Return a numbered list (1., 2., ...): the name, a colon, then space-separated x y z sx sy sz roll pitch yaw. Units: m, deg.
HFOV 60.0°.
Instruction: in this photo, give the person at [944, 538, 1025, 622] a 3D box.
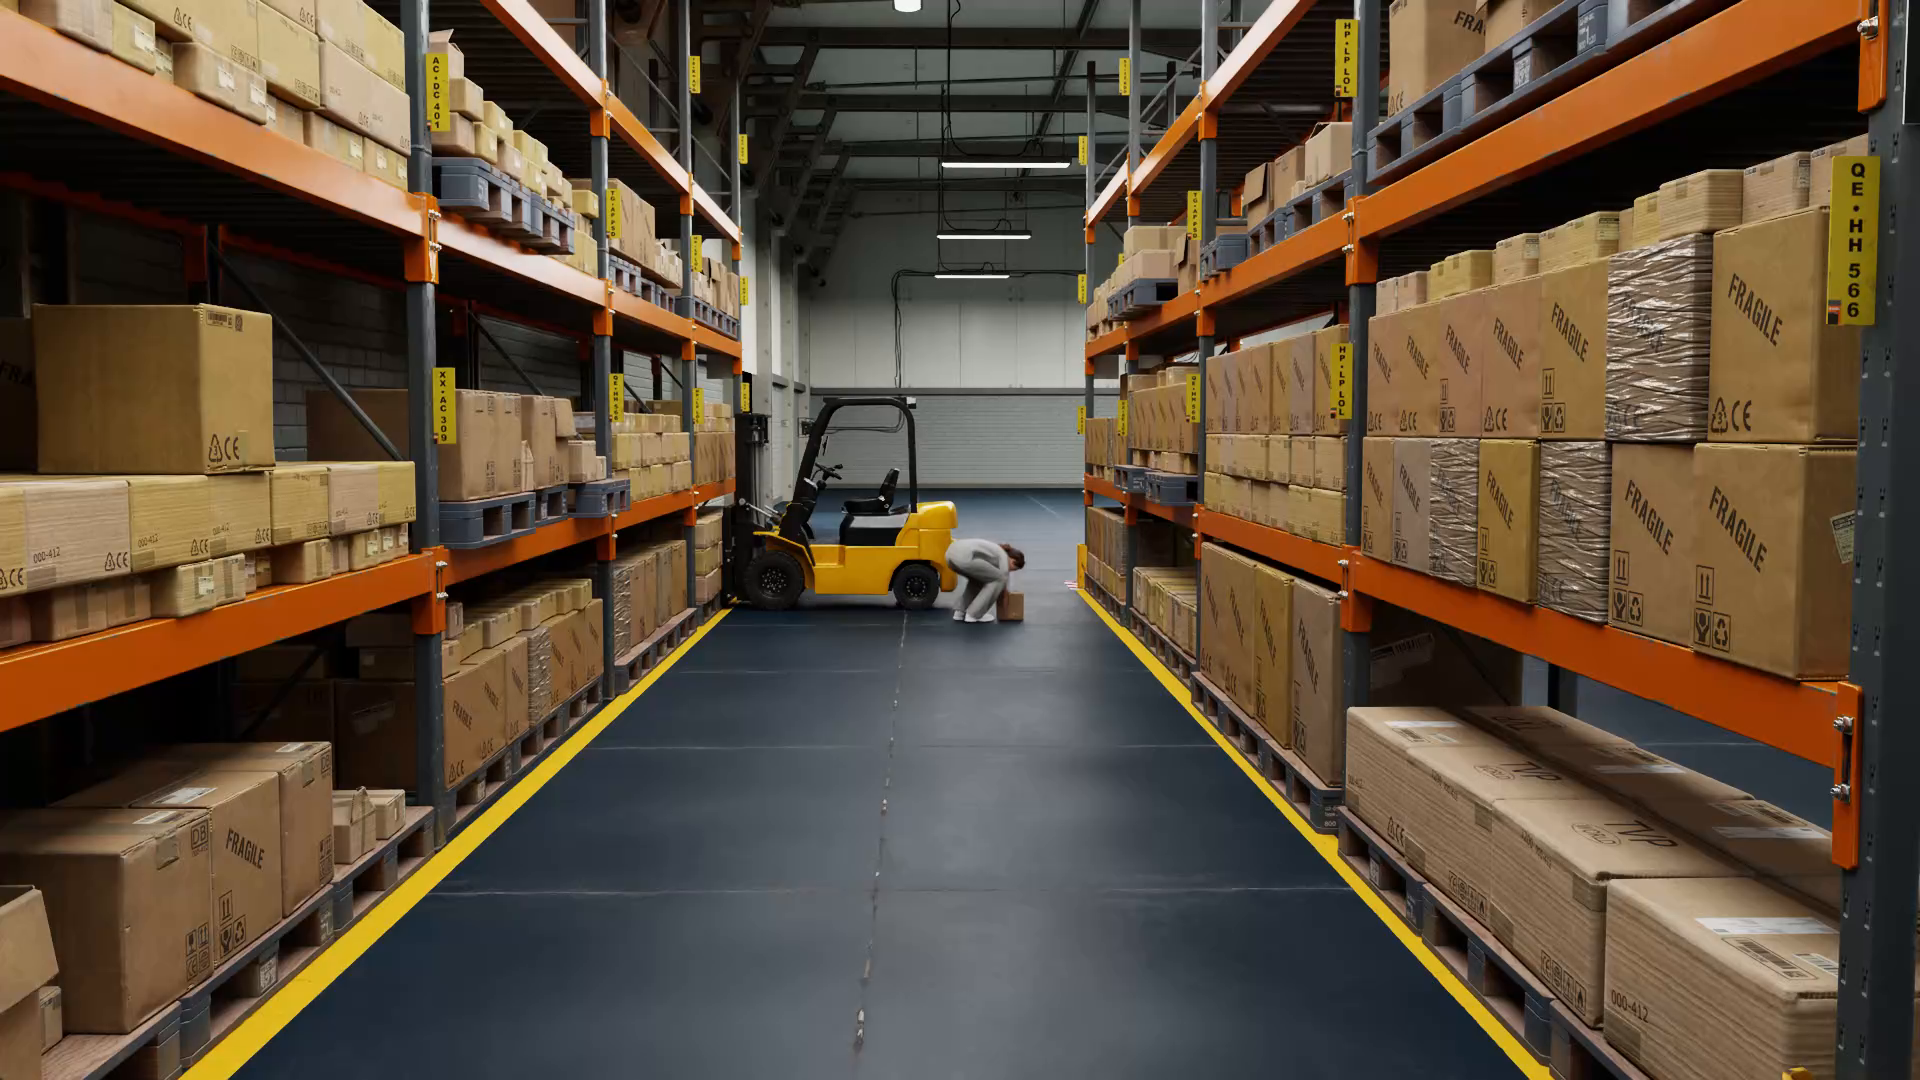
1. person: 0.253 0.396 15.982 0.864 0.836 0.475 -2 5 -33
